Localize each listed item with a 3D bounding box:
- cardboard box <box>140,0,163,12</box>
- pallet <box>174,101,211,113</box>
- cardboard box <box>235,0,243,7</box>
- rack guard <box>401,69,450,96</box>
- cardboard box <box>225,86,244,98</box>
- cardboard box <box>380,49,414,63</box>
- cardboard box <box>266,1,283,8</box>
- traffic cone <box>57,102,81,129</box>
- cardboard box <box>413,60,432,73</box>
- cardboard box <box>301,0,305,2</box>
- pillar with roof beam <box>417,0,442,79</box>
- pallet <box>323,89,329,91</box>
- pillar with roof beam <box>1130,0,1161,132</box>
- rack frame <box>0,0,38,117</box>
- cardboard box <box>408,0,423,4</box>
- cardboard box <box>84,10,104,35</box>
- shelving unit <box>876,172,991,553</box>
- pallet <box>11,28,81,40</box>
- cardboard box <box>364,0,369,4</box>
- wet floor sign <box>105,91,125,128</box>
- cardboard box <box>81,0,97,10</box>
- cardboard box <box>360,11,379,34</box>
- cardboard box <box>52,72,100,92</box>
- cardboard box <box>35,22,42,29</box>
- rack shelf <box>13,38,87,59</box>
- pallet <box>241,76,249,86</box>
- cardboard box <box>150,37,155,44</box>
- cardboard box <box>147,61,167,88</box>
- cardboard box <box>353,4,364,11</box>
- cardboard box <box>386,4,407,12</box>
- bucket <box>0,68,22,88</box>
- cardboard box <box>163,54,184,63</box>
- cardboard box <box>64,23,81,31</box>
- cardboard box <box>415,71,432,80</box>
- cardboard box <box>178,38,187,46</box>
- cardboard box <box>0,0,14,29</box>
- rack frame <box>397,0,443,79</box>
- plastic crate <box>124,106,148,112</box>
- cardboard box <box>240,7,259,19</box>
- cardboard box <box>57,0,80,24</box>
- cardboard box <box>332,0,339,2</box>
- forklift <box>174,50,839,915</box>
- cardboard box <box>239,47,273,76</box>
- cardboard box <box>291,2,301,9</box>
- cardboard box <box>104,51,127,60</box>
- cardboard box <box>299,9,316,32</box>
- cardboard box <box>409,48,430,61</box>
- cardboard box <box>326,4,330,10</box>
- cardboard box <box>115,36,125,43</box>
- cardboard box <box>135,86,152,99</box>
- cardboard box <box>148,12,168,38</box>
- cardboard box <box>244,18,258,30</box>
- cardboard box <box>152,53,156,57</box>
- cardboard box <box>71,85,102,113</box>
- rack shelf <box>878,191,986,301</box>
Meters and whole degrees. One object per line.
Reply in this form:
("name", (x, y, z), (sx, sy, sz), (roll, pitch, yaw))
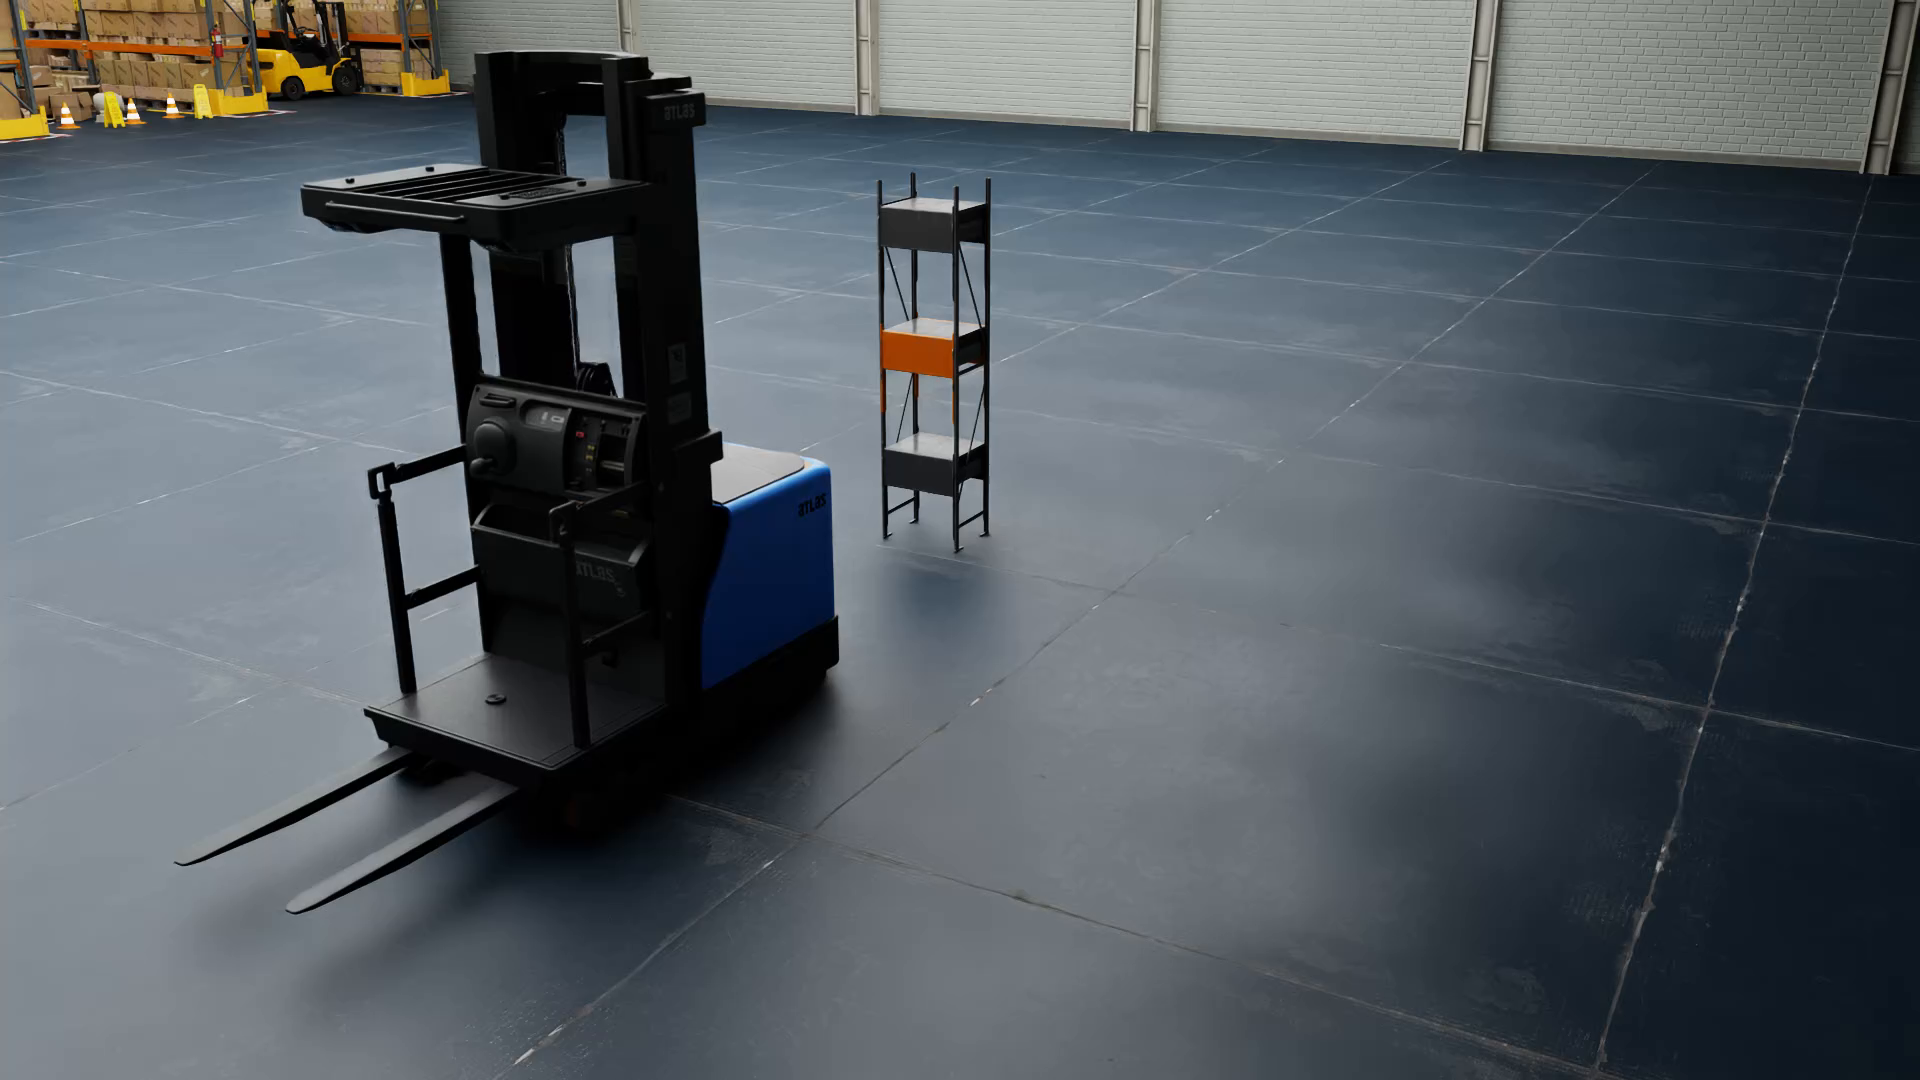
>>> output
("cardboard box", (-16.068, -10.917, 33.514), (0.500, 0.500, 0.700), (10, 22, 27))
("pallet", (-15.340, -8.947, 34.222), (1.213, 0.211, 1.003), (11, 23, 27))
("cardboard box", (-16.978, -12.747, 39.508), (0.250, 0.149, 0.380), (10, 22, 26))
("rack guard", (-12.144, -10.399, 37.800), (0.348, 0.500, 1.175), (11, 23, 27))
("cardboard box", (-15.151, -9.221, 34.304), (0.500, 0.250, 0.500), (11, 22, 27))
("cardboard box", (-12.719, -10.937, 37.567), (0.500, 0.250, 0.500), (12, 23, 29))
("cardboard box", (-16.063, -12.586, 39.066), (0.250, 0.149, 0.380), (12, 23, 29))
("traffic cone", (-16.679, -7.928, 31.042), (0.334, 0.463, 0.336), (11, 23, 27))
("cardboard box", (-12.474, -10.858, 38.083), (0.500, 0.250, 0.500), (11, 23, 28))
("cardboard box", (-15.024, -12.538, 38.496), (0.250, 0.149, 0.380), (10, 22, 26))
("pillar with roof beam", (-14.432, -13.501, 33.888), (0.400, 9.000, 9.100), (11, 23, 27))
("pallet", (-14.983, -10.788, 39.295), (1.213, 0.211, 1.003), (11, 23, 27))
("pillar with roof beam", (1.282, -10.508, 25.636), (0.400, 9.000, 9.100), (11, 23, 27))
("rack frame", (-16.908, -8.610, 29.201), (0.127, 3.000, 1.000), (11, 23, 27))
("cardboard box", (-12.354, -12.190, 37.536), (0.250, 0.149, 0.380), (10, 22, 26))
("cardboard box", (-17.826, -10.796, 34.645), (0.500, 0.500, 0.500), (11, 23, 27))
("shelving unit", (-0.144, -1.015, 9.583), (0.503, 2.100, 0.431), (11, 23, 27))
("pallet", (-19.818, -11.023, 36.136), (1.213, 0.211, 1.003), (11, 23, 27))
("cardboard box", (-13.233, -12.198, 37.559), (0.250, 0.149, 0.380), (11, 23, 28))
("wet floor sign", (-15.917, -8.087, 31.214), (0.232, 0.644, 0.267), (7, 21, 18))
("cardboard box", (-17.796, -11.284, 34.526), (0.500, 0.500, 0.700), (11, 22, 27))
("cardboard box", (-13.171, -11.718, 37.624), (0.500, 0.500, 0.500), (12, 23, 29))
("cardboard box", (-19.163, -9.932, 36.085), (0.625, 0.372, 0.950), (12, 23, 31))
("cardboard box", (-19.542, -11.022, 35.604), (0.250, 0.149, 0.380), (11, 23, 27))
("rack shelf", (-19.820, -10.760, 36.183), (4.000, 0.370, 1.077), (11, 23, 27))
("pallet", (-17.388, -11.246, 40.559), (1.213, 0.211, 1.003), (11, 23, 27))
("cardboard box", (-16.338, -10.240, 34.065), (0.250, 0.149, 0.380), (11, 23, 27))
("cardboard box", (-16.303, -9.585, 34.206), (0.500, 0.500, 0.500), (10, 22, 26))
("cardboard box", (-13.505, -12.074, 37.655), (0.250, 0.149, 0.380), (10, 22, 26))
("cardboard box", (-12.604, -11.904, 37.186), (0.250, 0.149, 0.380), (11, 23, 28))
("bucket", (-19.157, -9.114, 33.164), (0.726, 0.611, 0.620), (-16, 16, -38))
("cardboard box", (-15.980, -9.802, 33.853), (0.250, 0.149, 0.380), (11, 23, 28))
("cardboard box", (-18.658, -10.848, 35.124), (0.250, 0.149, 0.380), (11, 23, 28))
("cardboard box", (-12.498, -10.623, 38.168), (0.500, 0.250, 0.500), (11, 23, 28))
("cardboard box", (-15.502, -10.039, 33.509), (0.250, 0.149, 0.380), (10, 22, 26))
("cardboard box", (-17.213, -9.261, 29.193), (0.550, 0.550, 0.875), (11, 23, 27))
("rack frame", (-12.165, -11.578, 37.385), (0.127, 3.000, 1.000), (11, 23, 27))
("plastic crate", (-17.103, -8.887, 34.249), (0.583, 0.080, 0.402), (3, 20, 9))
("cardboard box", (-16.663, -12.497, 39.405), (0.500, 0.250, 0.500), (10, 22, 26))
("cardboard box", (-18.589, -11.158, 35.028), (0.500, 0.500, 0.500), (10, 22, 26))
("cardboard box", (-14.133, -12.367, 38.026), (0.250, 0.149, 0.380), (11, 23, 28))
("forklift", (-1.777, -0.391, 6.643), (1.130, 2.935, 3.031), (12, 23, 29))
("cardboard box", (-16.791, -11.539, 40.144), (0.625, 0.625, 0.875), (11, 22, 27))
("cardboard box", (-15.280, -12.422, 38.612), (0.250, 0.149, 0.380), (11, 23, 29))
("cardboard box", (-17.611, -10.110, 34.704), (0.250, 0.149, 0.380), (11, 23, 28))
("cardboard box", (-14.934, -12.057, 38.559), (0.500, 0.500, 0.500), (11, 23, 28))
("cardboard box", (-12.492, -11.089, 37.988), (0.500, 0.250, 0.500), (10, 22, 26))
("cardboard box", (-14.403, -12.243, 38.119), (0.250, 0.149, 0.380), (10, 22, 26))
("cardboard box", (-17.264, -10.386, 34.467), (0.250, 0.149, 0.380), (12, 23, 29))
("cardboard box", (-16.755, -9.319, 34.572), (0.500, 0.250, 0.500), (10, 22, 27))
("cardboard box", (-16.060, -10.464, 33.730), (0.500, 0.500, 0.500), (11, 23, 27))
("cardboard box", (-16.666, -12.261, 39.487), (0.500, 0.250, 0.500), (11, 22, 27))
("cardboard box", (-20.055, -12.024, 41.663), (0.500, 0.500, 0.500), (10, 22, 26))
("cardboard box", (-17.802, -9.008, 33.961), (0.500, 0.500, 0.500), (-7, 21, -20))
("rack shelf", (-0.144, -1.660, 9.349), (0.480, 0.518, 0.431), (11, 23, 27))
